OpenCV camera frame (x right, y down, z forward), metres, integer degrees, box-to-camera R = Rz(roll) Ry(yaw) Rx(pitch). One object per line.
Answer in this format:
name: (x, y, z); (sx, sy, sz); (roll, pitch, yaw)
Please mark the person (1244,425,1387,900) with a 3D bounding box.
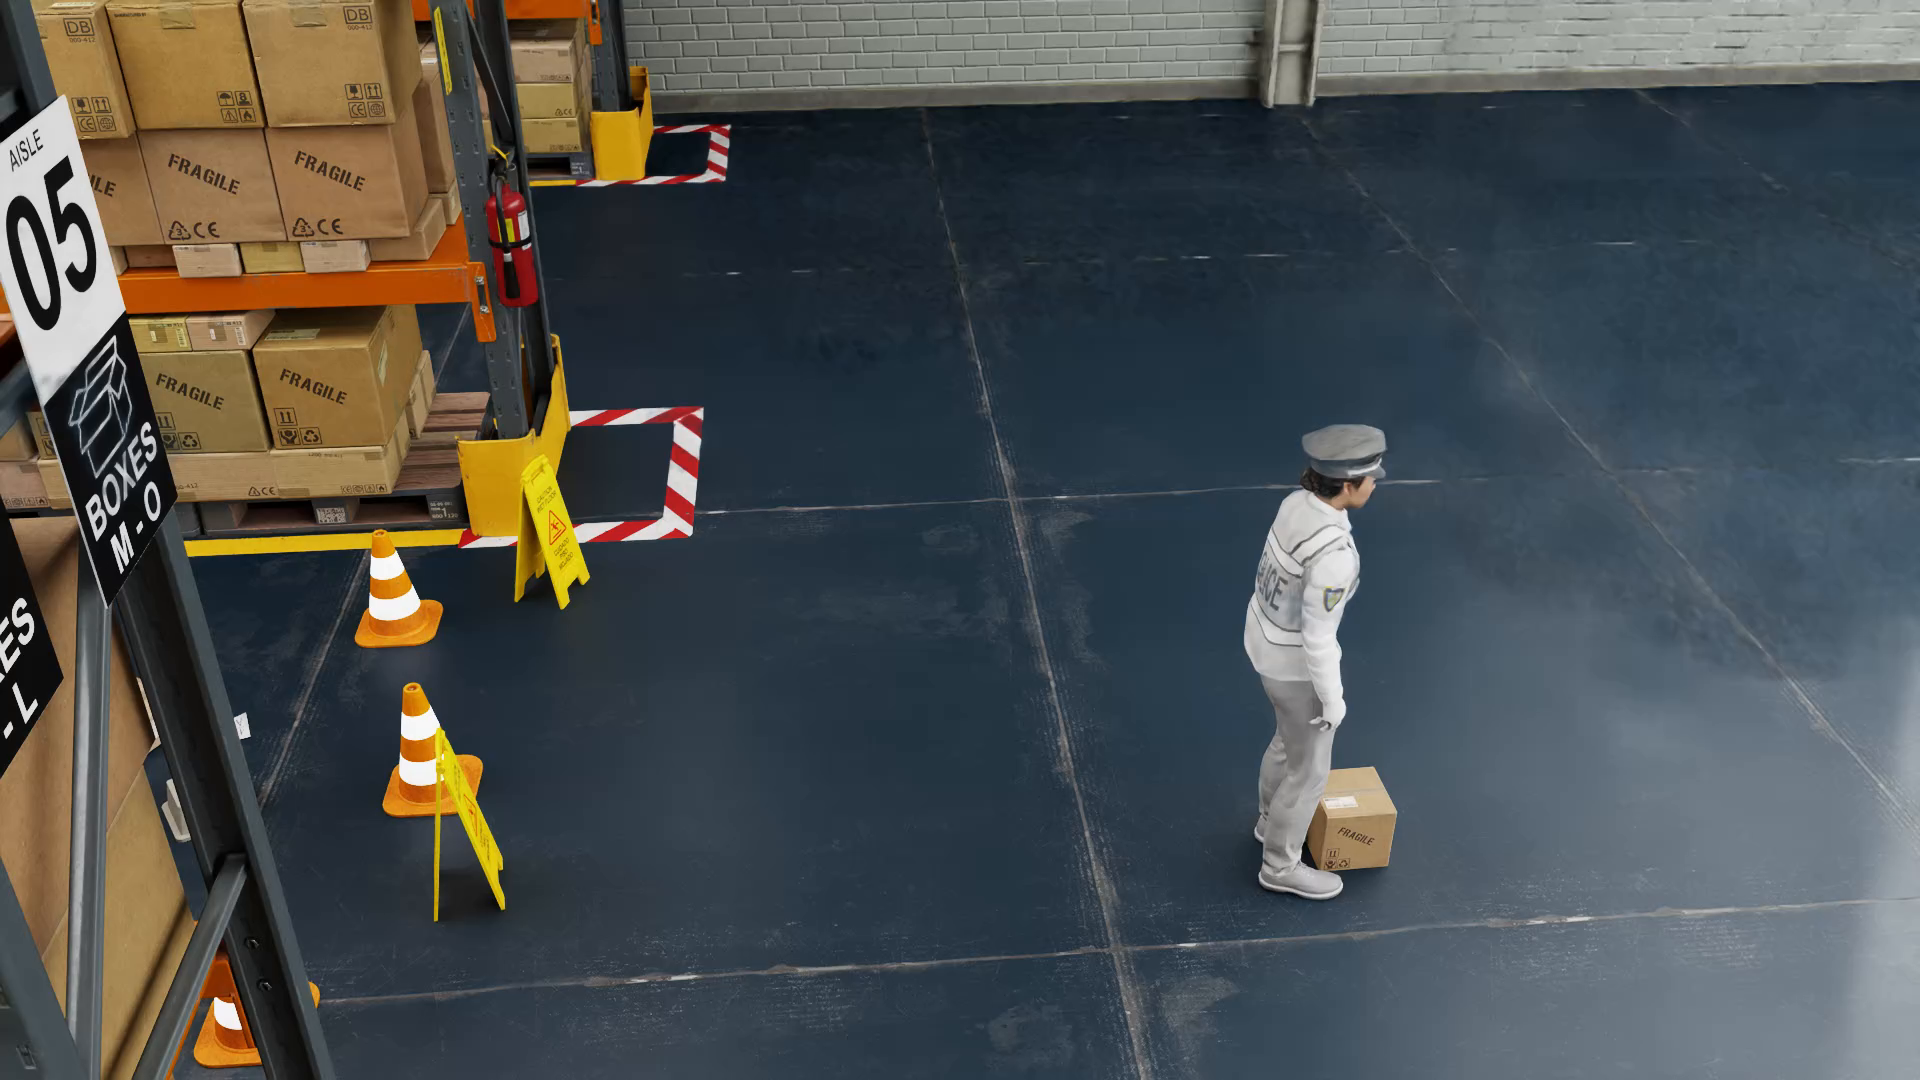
person: (1.145, 0.398, 5.475); (0.403, 1.663, 0.529); (-3, 31, -4)
